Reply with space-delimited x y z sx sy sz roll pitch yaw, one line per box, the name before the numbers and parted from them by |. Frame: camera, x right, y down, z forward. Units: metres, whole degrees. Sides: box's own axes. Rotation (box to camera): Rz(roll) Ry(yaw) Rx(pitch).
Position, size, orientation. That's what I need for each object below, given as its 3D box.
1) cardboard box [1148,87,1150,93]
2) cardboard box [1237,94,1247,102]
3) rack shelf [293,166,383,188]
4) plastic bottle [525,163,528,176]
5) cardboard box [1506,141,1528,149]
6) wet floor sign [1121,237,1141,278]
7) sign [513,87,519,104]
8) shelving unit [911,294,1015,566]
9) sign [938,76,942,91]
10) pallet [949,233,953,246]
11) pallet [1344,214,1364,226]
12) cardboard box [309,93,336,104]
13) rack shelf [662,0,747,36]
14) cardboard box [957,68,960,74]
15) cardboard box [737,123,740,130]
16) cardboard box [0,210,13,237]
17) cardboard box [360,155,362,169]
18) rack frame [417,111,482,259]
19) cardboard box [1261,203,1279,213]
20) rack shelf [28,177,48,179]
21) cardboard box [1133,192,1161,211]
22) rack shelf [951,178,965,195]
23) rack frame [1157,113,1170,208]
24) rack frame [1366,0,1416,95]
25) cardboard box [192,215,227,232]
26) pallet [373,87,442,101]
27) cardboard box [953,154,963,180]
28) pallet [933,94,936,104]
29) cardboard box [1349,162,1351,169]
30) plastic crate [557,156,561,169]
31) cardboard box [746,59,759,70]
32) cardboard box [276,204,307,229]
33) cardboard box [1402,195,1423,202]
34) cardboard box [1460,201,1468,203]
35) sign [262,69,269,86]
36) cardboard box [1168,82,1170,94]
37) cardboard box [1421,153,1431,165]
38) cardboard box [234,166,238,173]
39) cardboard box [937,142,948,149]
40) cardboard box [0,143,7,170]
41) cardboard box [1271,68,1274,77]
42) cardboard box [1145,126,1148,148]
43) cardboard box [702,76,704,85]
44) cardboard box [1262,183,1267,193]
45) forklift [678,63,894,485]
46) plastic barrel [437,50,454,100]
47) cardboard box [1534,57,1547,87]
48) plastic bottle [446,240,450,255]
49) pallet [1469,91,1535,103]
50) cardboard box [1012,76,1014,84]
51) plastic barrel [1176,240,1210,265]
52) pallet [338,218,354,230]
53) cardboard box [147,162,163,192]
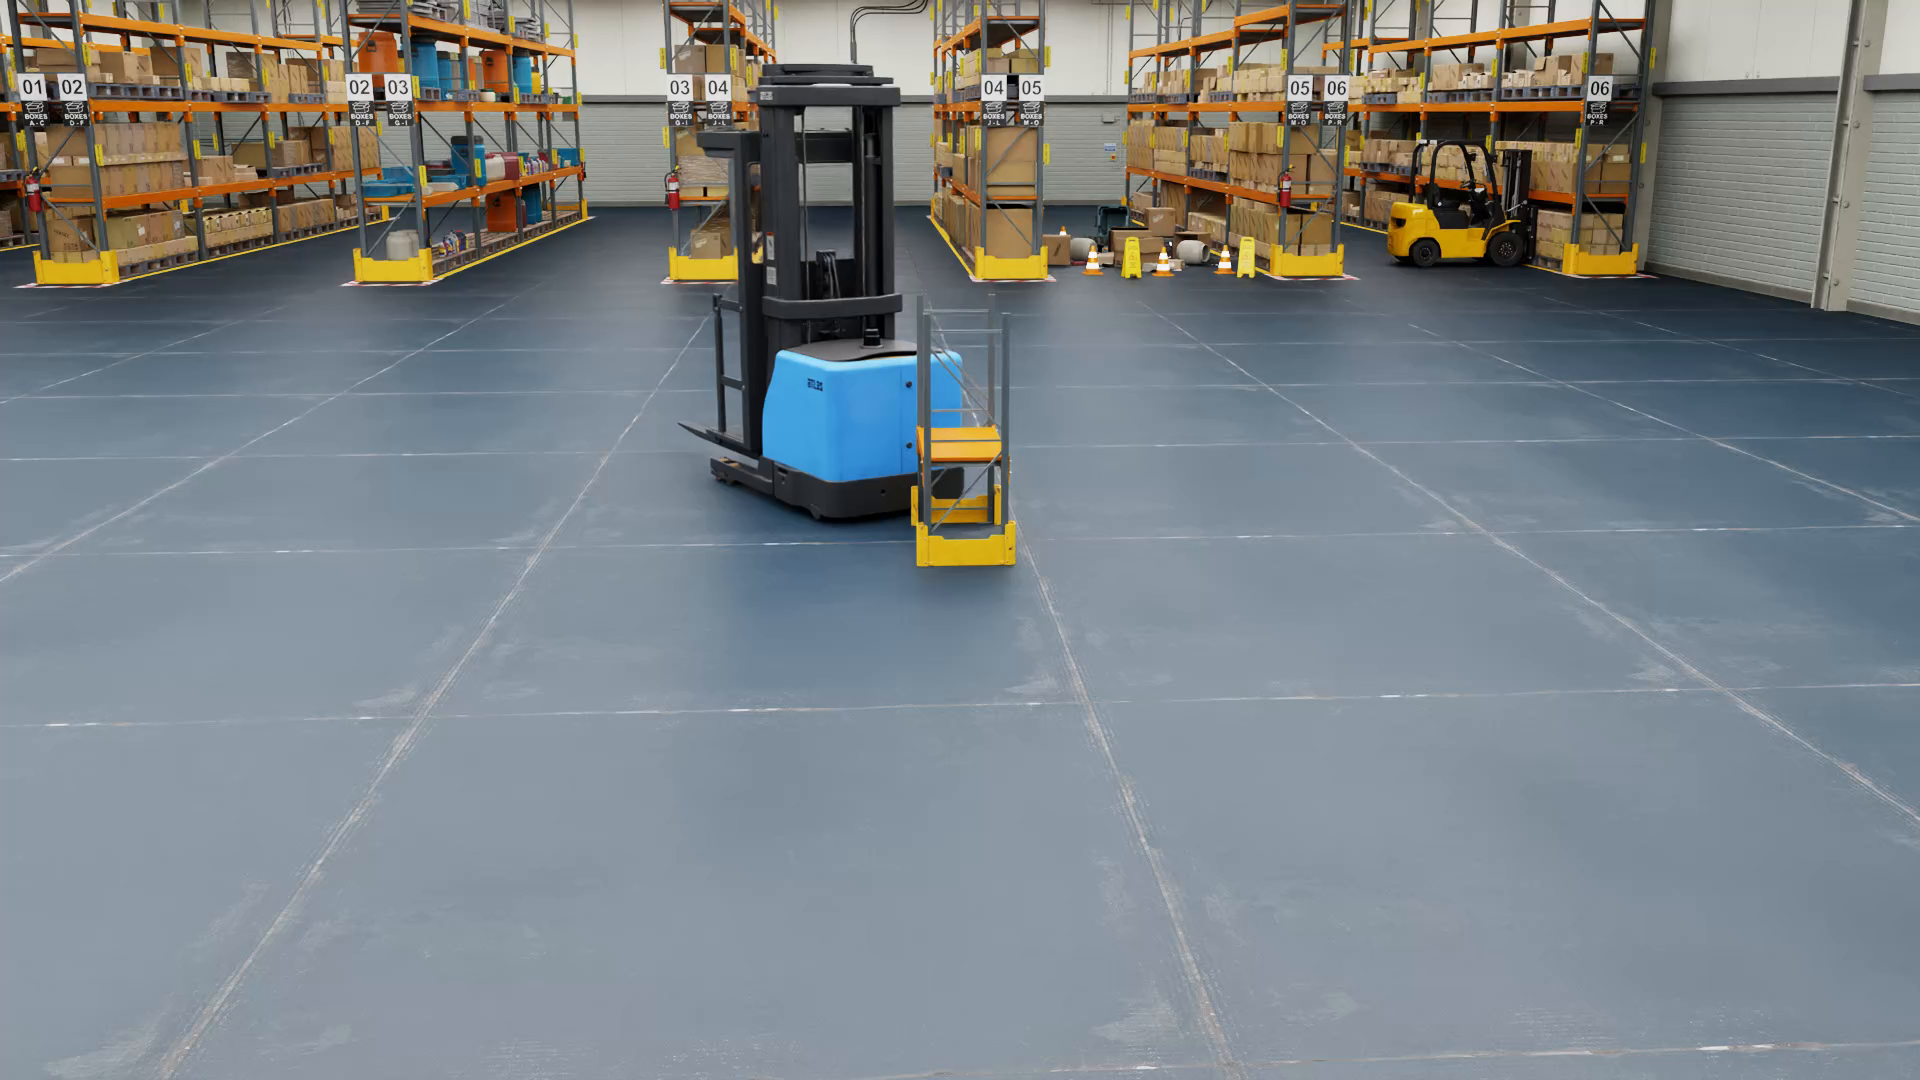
cardboard box | 4.651 -10.642 39.309 0.380 0.149 0.250 -1 14 -2
cardboard box | 5.255 -8.034 30.215 0.380 0.149 0.250 -1 14 -3
rack shelf | -14.876 -8.684 39.700 1.077 0.370 4.000 -1 14 -3
plastic bottle | -9.301 -7.925 35.566 0.097 0.271 0.097 0 14 0
cardboard box | 10.324 -7.287 30.729 0.380 0.149 0.250 -1 14 -3
wet floor sign | 2.814 -4.637 27.253 0.267 0.644 0.232 -3 15 -13
sign | -9.011 -9.028 33.784 0.100 0.325 0.005 -1 14 -3
shelving unit | 0.005 -0.707 10.266 0.587 1.500 1.083 -1 14 -3
sign | -0.449 -10.431 37.990 0.100 0.325 0.005 -1 14 -3
pallet | 0.314 -6.196 34.183 1.003 0.211 1.213 -1 14 -3
pallet | 9.939 -7.738 40.176 1.003 0.211 1.213 -1 14 -3
cardboard box | -14.535 -10.040 37.807 0.500 0.250 0.500 -1 14 -3
rack shelf | -4.245 -8.755 27.945 1.077 0.370 4.000 -1 14 -3
cardboard box | 0.056 -9.712 34.496 0.396 0.266 0.258 -1 14 -3
cardboard box | -3.907 -6.644 27.527 0.500 0.500 0.500 -1 14 -3
cardboard box | -19.351 -6.287 33.074 0.700 0.500 0.500 -1 14 -3
cardboard box | -14.608 -9.092 39.644 0.500 0.500 0.500 -1 14 -4
rack frame | -9.312 -6.621 30.238 1.000 3.000 0.127 -1 14 -3
cardboard box | 5.370 -5.690 28.489 0.380 0.149 0.250 0 14 -2
rack shelf | -19.572 -7.706 35.509 0.919 0.124 3.809 -1 14 -3
cardboard box | 4.919 -8.634 42.364 0.875 0.438 0.875 -1 14 -5
rack shelf | 0.464 -6.898 32.758 1.077 0.370 4.000 -1 14 -3
rack frame | 5.030 -8.840 38.863 0.949 2.616 0.053 -1 14 -3
rack frame | 9.980 -11.823 38.417 1.000 3.000 0.127 -1 14 -3
cardboard box | -14.059 -5.920 31.064 0.500 0.311 0.500 -1 14 -4
pallet | -9.018 -7.194 26.827 1.003 0.211 1.213 -1 14 -3
cardboard box | 0.133 -7.550 33.648 0.500 0.500 0.500 -1 14 -4
pallet | 0.024 -9.945 37.515 1.213 0.211 1.003 -1 14 -3
cardboard box | 9.641 -9.065 40.244 0.380 0.149 0.250 -1 14 -2
plastic crate | -9.719 -8.965 39.466 0.437 0.282 0.530 -1 14 -3
cardboard box | -4.916 -11.037 38.633 0.500 0.250 0.500 -2 15 -7
cardboard box | -14.311 -6.915 35.516 0.500 0.500 0.500 -1 14 -4
cardboard box | 9.925 -7.482 36.458 0.380 0.149 0.250 -1 14 -5
cardboard box | 10.302 -6.658 34.307 0.875 0.625 0.625 0 14 -2
sign | -13.950 -9.288 33.389 0.100 0.325 0.005 -1 14 -3
cardboard box | 4.790 -9.971 36.667 0.396 0.266 0.258 0 14 1
cardboard box | 9.987 -7.977 34.809 0.500 0.250 0.500 -1 14 -3
cardboard box | -14.642 -7.271 32.946 0.500 0.311 0.500 -1 14 -4
cardboard box | -0.319 -8.934 37.696 0.380 0.149 0.250 0 14 -2
cardboard box | -19.409 -7.607 32.989 0.700 0.500 0.500 -3 15 -10
cardboard box | 5.470 -7.905 28.114 0.380 0.149 0.250 -1 14 -3
cardboard box | 4.698 -9.612 39.656 0.500 0.500 0.500 -1 14 -4
cardboard box | -4.405 -7.598 27.518 0.380 0.149 0.250 -1 14 -3
cardboard box | 5.366 -6.012 28.378 0.380 0.149 0.250 -1 14 -2
forklift | -1.172 -1.870 11.913 1.121 2.935 3.031 -9 17 -31
plastic barrel | -9.560 -8.439 30.281 0.600 0.901 0.708 -1 14 -3
cardboard box | 10.492 -8.196 29.091 0.797 0.503 0.637 0 14 -2
plastic bottle | -8.887 -5.059 28.760 0.097 0.271 0.097 0 14 0
pallet | 10.409 -8.507 31.934 0.805 0.209 1.217 -1 15 -6
cardboard box | 1.072 -7.678 27.789 0.380 0.149 0.250 -1 14 -3
plastic barrel | 4.131 -5.098 29.491 0.512 0.421 0.421 10 18 35
pallet | -14.794 -7.355 38.689 1.003 0.211 1.213 -1 14 -3
cardboard box | -14.156 -6.227 28.509 0.700 0.500 0.500 -1 14 -3
